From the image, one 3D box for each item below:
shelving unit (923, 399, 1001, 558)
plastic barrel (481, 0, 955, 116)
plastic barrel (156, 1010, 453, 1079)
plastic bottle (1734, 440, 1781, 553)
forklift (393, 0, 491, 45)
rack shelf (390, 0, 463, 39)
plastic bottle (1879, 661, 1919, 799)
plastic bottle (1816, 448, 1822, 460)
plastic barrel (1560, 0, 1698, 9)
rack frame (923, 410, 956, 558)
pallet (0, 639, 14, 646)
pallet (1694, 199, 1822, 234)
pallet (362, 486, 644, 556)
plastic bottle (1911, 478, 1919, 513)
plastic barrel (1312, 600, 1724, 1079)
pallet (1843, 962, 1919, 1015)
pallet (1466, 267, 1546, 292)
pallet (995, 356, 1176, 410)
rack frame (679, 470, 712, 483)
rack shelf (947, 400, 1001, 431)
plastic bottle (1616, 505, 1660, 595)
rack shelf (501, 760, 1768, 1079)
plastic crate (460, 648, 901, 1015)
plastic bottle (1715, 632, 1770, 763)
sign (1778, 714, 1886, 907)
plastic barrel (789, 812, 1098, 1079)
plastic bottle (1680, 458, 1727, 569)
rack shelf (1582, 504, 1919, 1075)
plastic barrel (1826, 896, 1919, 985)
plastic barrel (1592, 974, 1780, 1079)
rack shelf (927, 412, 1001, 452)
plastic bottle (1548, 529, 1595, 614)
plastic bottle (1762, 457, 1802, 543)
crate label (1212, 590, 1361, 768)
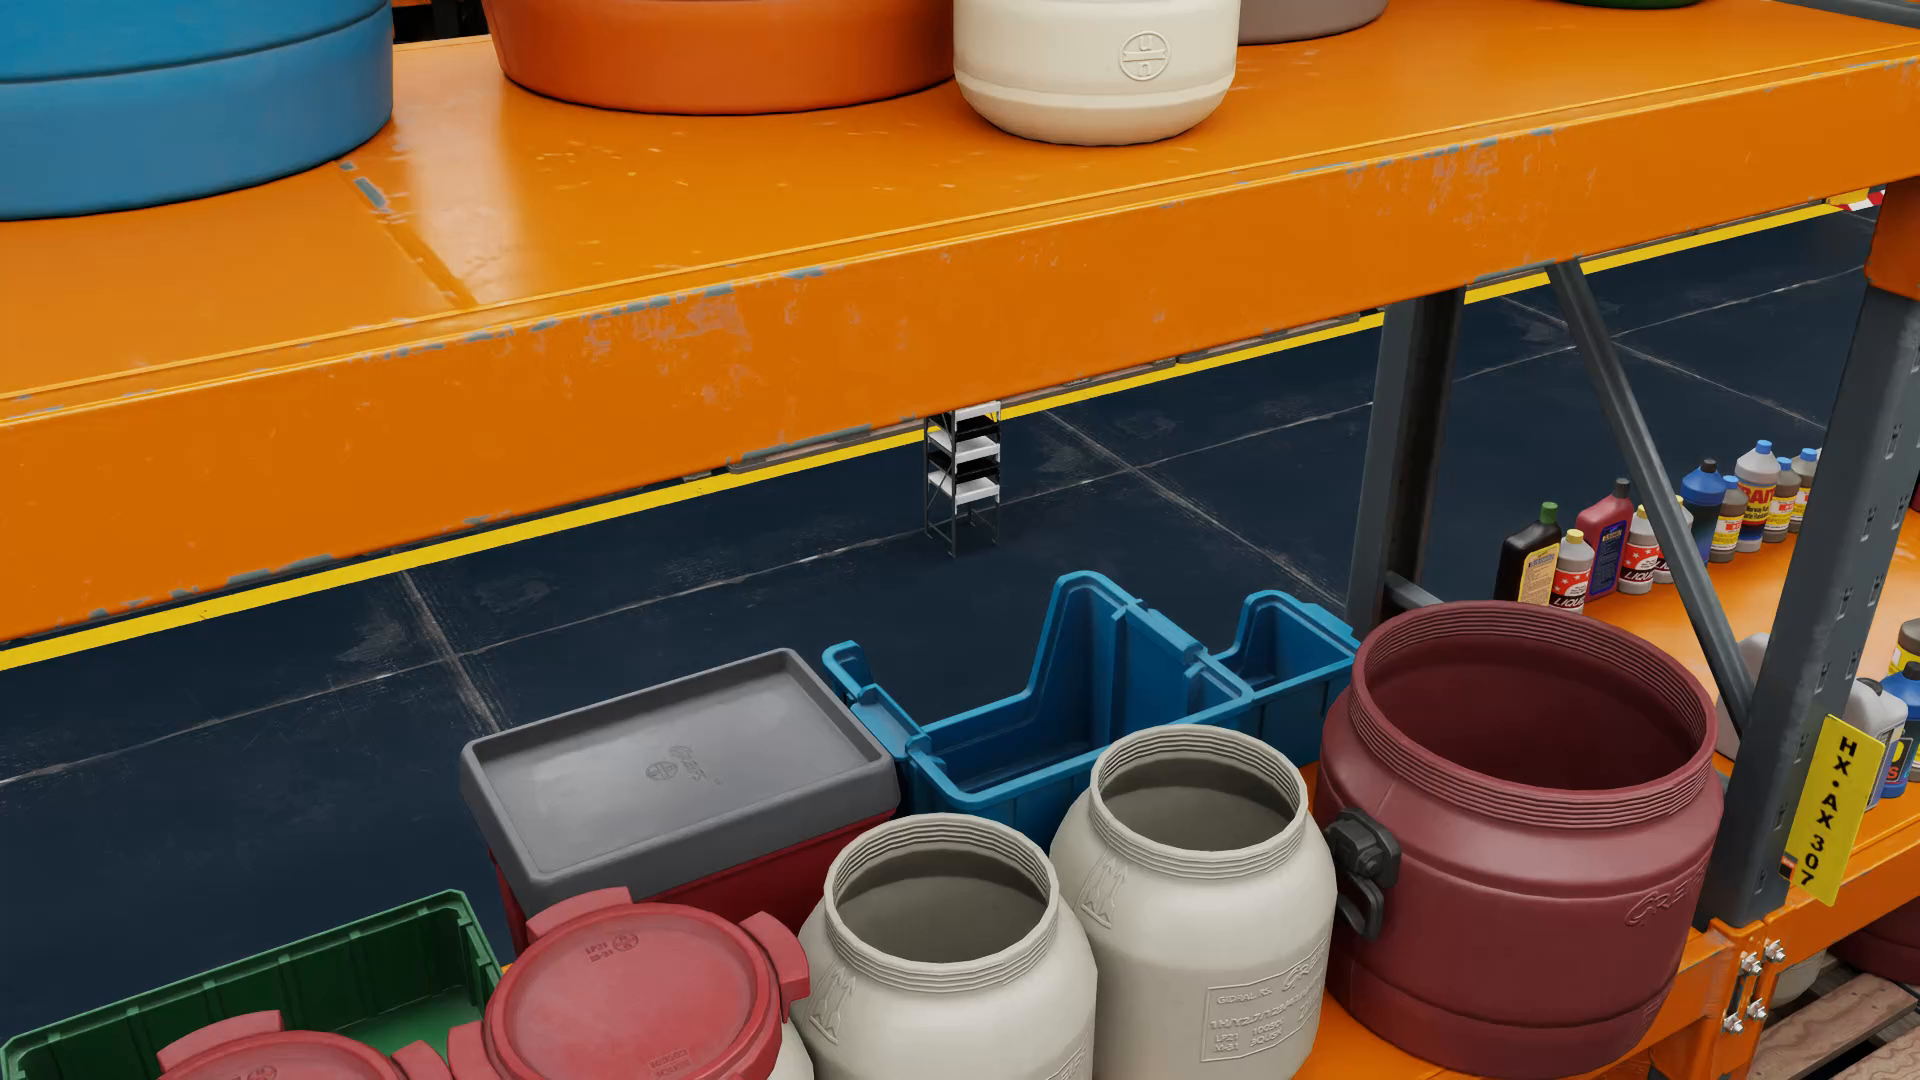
[{"bbox_3d":[0.007,-0.396,6.536,0.210,0.900,0.258,-16,33,-26],"label":"shelving unit"},{"bbox_3d":[-0.264,-0.948,1.814,0.708,0.830,0.600,-16,33,-26],"label":"plastic barrel"},{"bbox_3d":[-0.762,0.880,1.910,0.433,0.535,0.433,0,29,0],"label":"plastic barrel"},{"bbox_3d":[1.894,-0.110,3.978,0.097,0.271,0.097,0,29,0],"label":"plastic bottle"},{"bbox_3d":[-2.712,-2.487,8.223,3.031,2.935,1.130,-4,29,-7],"label":"forklift"},{"bbox_3d":[-2.177,-4.019,11.673,4.000,0.370,1.077,-16,33,-26],"label":"rack shelf"},{"bbox_3d":[1.768,0.351,3.143,0.097,0.271,0.097,0,29,0],"label":"plastic bottle"},{"bbox_3d":[2.146,-0.151,4.125,0.097,0.201,0.097,0,29,0],"label":"plastic bottle"},{"bbox_3d":[0.931,-0.881,2.298,0.294,0.245,0.294,0,29,0],"label":"plastic barrel"},{"bbox_3d":[-0.081,-0.371,6.491,0.006,0.900,0.240,-16,33,-26],"label":"rack frame"},{"bbox_3d":[-4.222,0.222,6.130,1.213,0.211,1.003,-16,33,-26],"label":"pallet"},{"bbox_3d":[4.756,-2.305,10.708,1.213,0.211,1.003,-16,33,-26],"label":"pallet"},{"bbox_3d":[-2.118,-0.376,7.212,1.213,0.211,1.003,-16,33,-26],"label":"pallet"},{"bbox_3d":[2.468,-0.208,4.143,0.133,0.283,0.061,-16,33,-26],"label":"plastic bottle"},{"bbox_3d":[0.871,0.463,2.666,0.708,0.536,0.600,-16,33,-26],"label":"plastic barrel"},{"bbox_3d":[2.827,0.997,4.726,1.213,0.211,1.003,-16,33,-26],"label":"pallet"},{"bbox_3d":[2.653,-1.708,9.626,1.213,0.211,1.003,-16,33,-26],"label":"pallet"},{"bbox_3d":[0.325,-1.024,8.388,1.213,0.211,1.003,-16,33,-26],"label":"pallet"},{"bbox_3d":[-1.389,-1.782,6.874,0.127,3.000,1.000,-16,33,-26],"label":"rack frame"},{"bbox_3d":[0.007,-0.524,6.465,0.200,0.077,0.258,-16,33,-26],"label":"rack shelf"},{"bbox_3d":[1.558,0.016,3.822,0.097,0.201,0.097,0,29,0],"label":"plastic bottle"},{"bbox_3d":[-0.607,1.087,2.420,4.000,0.370,1.077,-16,33,-26],"label":"rack shelf"},{"bbox_3d":[-0.431,0.523,2.632,0.583,0.464,0.402,-16,33,-26],"label":"plastic crate"},{"bbox_3d":[1.577,0.302,3.226,0.135,0.276,0.152,-16,33,-26],"label":"plastic bottle"},{"bbox_3d":[1.402,0.439,2.682,0.005,0.325,0.100,-16,33,-26],"label":"sign"},{"bbox_3d":[-0.024,0.678,2.302,0.421,0.512,0.421,0,29,0],"label":"plastic barrel"},{"bbox_3d":[1.726,-0.062,3.892,0.097,0.271,0.097,0,29,0],"label":"plastic bottle"},{"bbox_3d":[2.842,0.108,4.194,4.000,0.370,1.077,-16,33,-26],"label":"rack shelf"},{"bbox_3d":[2.505,0.751,4.345,0.708,0.588,0.600,-16,33,-26],"label":"plastic barrel"},{"bbox_3d":[1.531,0.922,3.786,0.708,0.830,0.600,-16,33,-26],"label":"plastic barrel"},{"bbox_3d":[0.007,-0.446,6.509,0.200,0.077,0.258,-16,33,-26],"label":"rack shelf"},{"bbox_3d":[1.359,0.072,3.720,0.097,0.201,0.097,0,29,0],"label":"plastic bottle"},{"bbox_3d":[1.978,-0.103,4.038,0.097,0.201,0.097,0,29,0],"label":"plastic bottle"},{"bbox_3d":[0.565,0.303,3.270,0.416,0.233,0.303,-16,33,-26],"label":"crate label"}]
